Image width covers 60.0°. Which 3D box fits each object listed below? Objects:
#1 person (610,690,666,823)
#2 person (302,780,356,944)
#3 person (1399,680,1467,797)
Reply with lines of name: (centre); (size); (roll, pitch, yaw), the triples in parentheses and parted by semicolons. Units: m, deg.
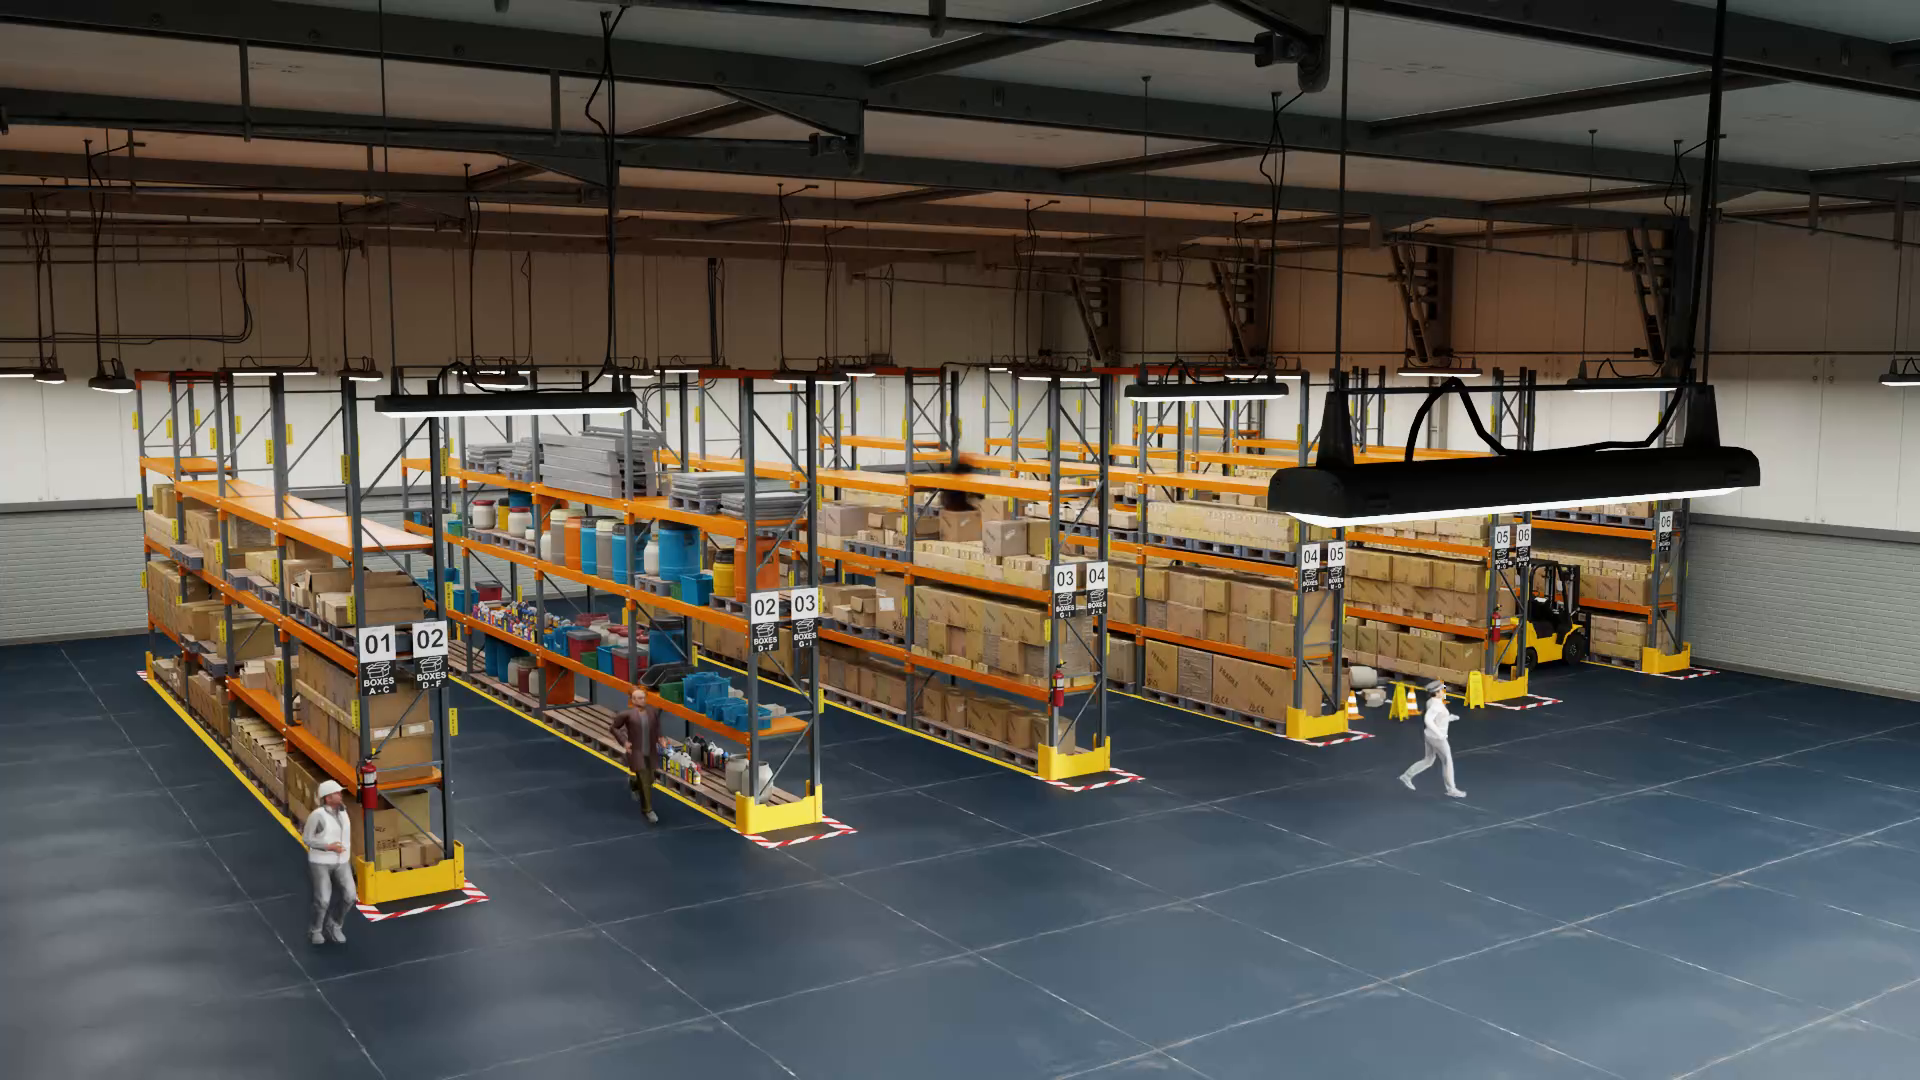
person: (-4.382, 2.913, 22.710); (0.711, 1.769, 0.900); (-5, 8, -38)
person: (-6.764, 3.471, 17.945); (0.621, 1.751, 0.669); (5, 8, 37)
person: (6.743, 2.810, 23.615); (0.938, 1.674, 0.614); (0, 6, -1)
